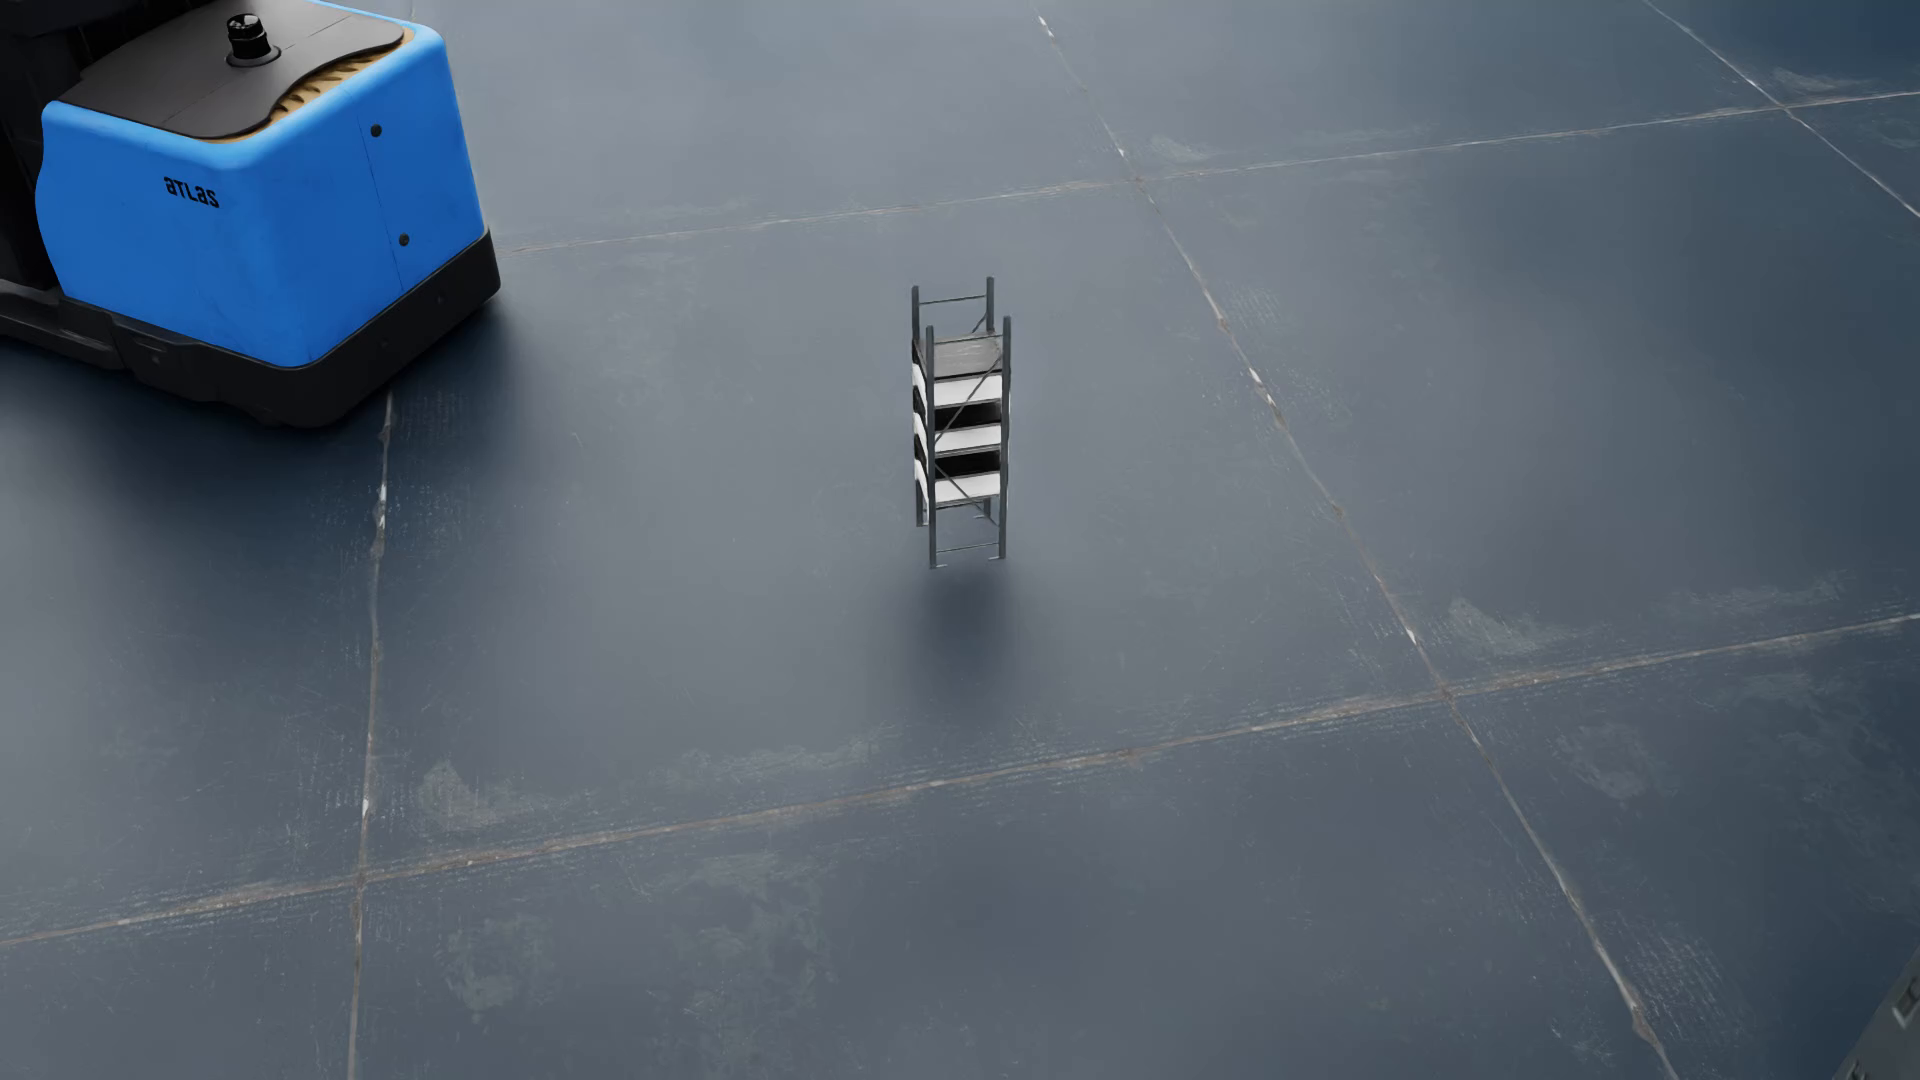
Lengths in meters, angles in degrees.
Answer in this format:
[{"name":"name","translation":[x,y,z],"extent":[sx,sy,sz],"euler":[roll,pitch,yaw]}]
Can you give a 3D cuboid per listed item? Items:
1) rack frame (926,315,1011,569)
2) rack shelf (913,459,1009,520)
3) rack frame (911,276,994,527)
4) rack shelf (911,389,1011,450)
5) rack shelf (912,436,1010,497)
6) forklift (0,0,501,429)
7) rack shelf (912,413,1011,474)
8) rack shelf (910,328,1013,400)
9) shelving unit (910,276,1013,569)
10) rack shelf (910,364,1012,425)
[{"name":"rack frame","translation":[0.024,-0.265,4.871],"extent":[0.240,0.900,0.006],"euler":[-8,42,-9]},{"name":"rack shelf","translation":[0.002,-0.172,5.087],"extent":[0.258,0.077,0.200],"euler":[-8,42,-9]},{"name":"rack frame","translation":[-0.020,-0.397,5.020],"extent":[0.240,0.900,0.006],"euler":[-8,42,-9]},{"name":"rack shelf","translation":[0.002,-0.374,4.908],"extent":[0.258,0.077,0.200],"euler":[-8,42,-9]},{"name":"rack shelf","translation":[0.002,-0.239,5.027],"extent":[0.258,0.077,0.200],"euler":[-8,42,-9]},{"name":"forklift","translation":[-3.271,-2.142,5.455],"extent":[3.031,2.935,1.130],"euler":[18,45,19]},{"name":"rack shelf","translation":[0.002,-0.306,4.967],"extent":[0.258,0.077,0.200],"euler":[-8,42,-9]},{"name":"rack shelf","translation":[0.002,-0.508,4.788],"extent":[0.258,0.077,0.200],"euler":[-8,42,-9]},{"name":"shelving unit","translation":[0.002,-0.331,4.945],"extent":[0.258,0.900,0.210],"euler":[-8,42,-9]},{"name":"rack shelf","translation":[0.002,-0.441,4.848],"extent":[0.258,0.077,0.200],"euler":[-8,42,-9]}]
